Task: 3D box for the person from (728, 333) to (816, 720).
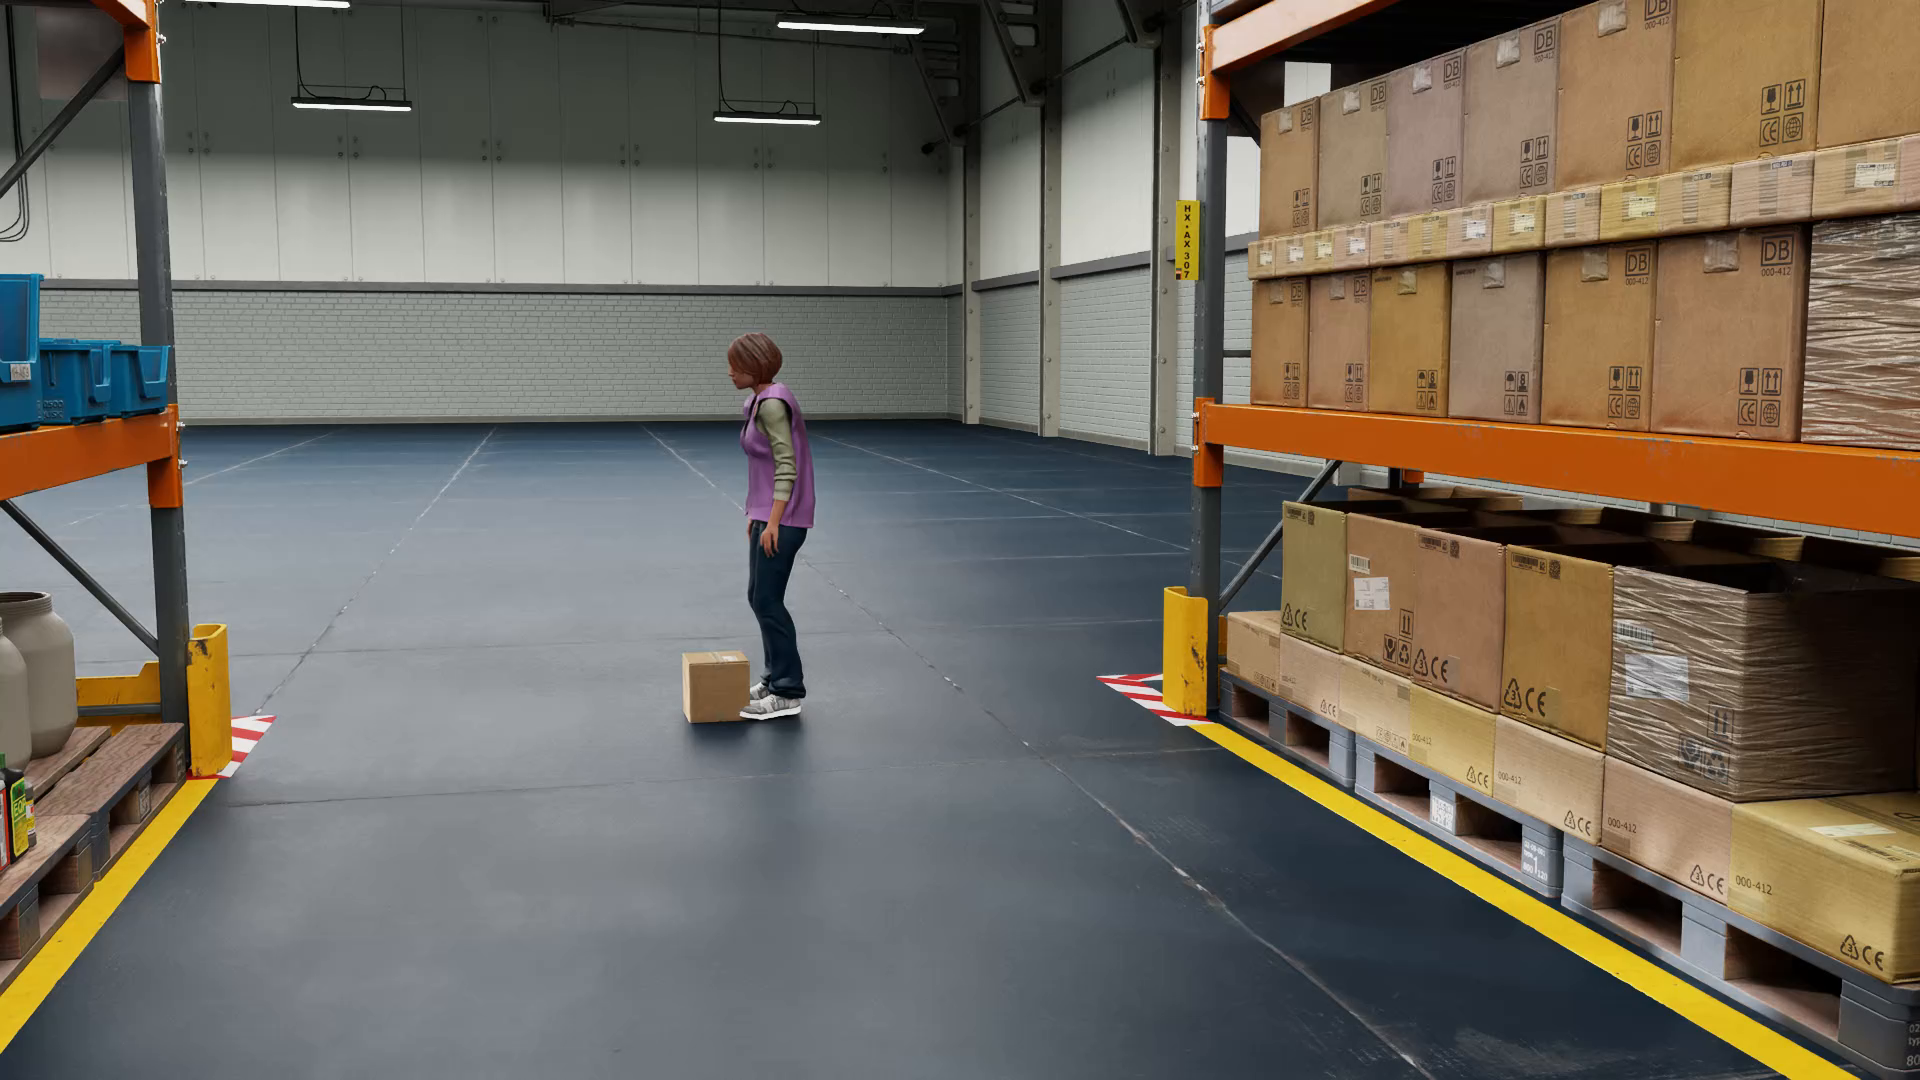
[{"bbox_3d":[-0.789,-0.057,6.941,0.349,1.581,0.473,-2,7,-15],"label":"person"}]
